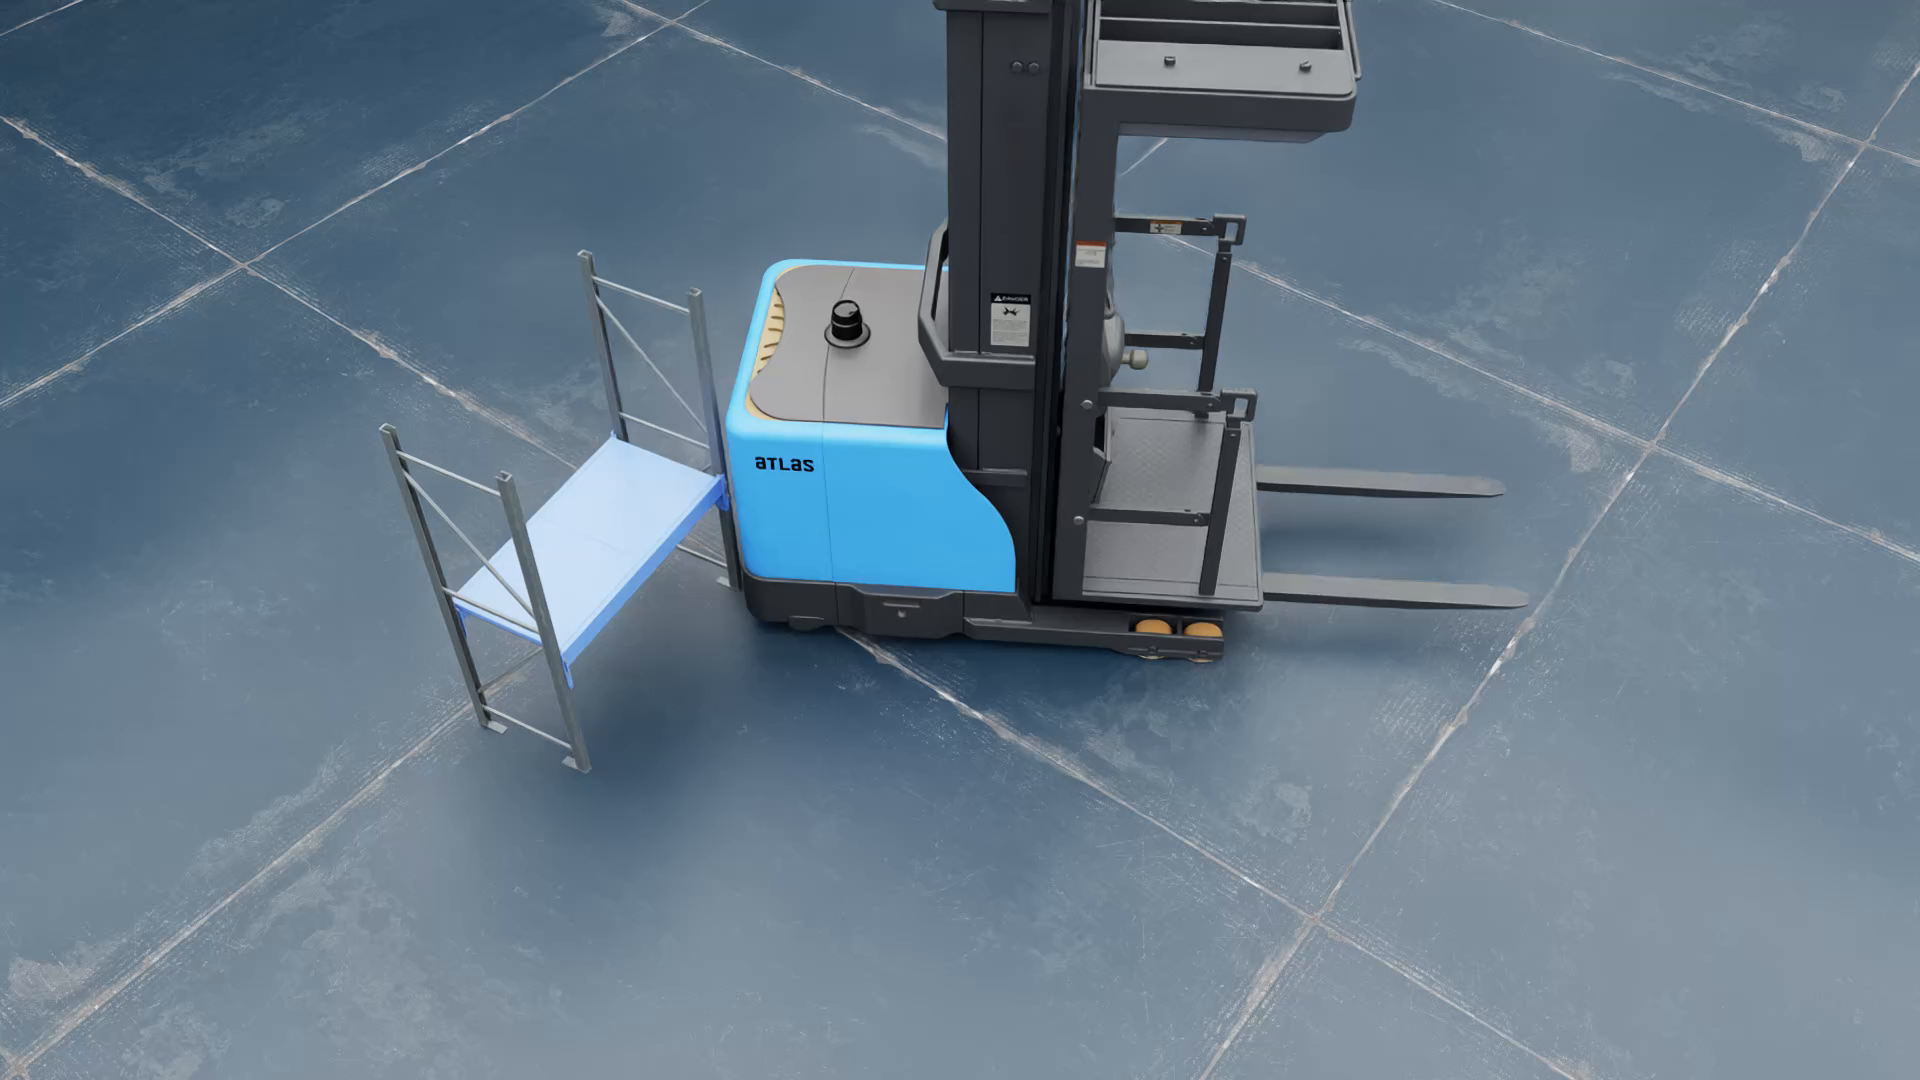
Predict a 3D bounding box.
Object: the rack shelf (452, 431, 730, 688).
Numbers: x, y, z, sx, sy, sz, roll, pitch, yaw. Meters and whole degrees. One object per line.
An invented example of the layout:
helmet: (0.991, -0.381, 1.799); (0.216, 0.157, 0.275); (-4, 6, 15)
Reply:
rack shelf: (-1.343, 0.047, 6.082); (0.538, 0.185, 1.000); (21, 50, 19)

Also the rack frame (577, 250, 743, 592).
rack frame: (-1.105, -0.403, 6.262); (0.500, 1.500, 0.032); (21, 50, 19)

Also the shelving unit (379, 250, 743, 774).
shelving unit: (-1.343, -0.078, 5.952); (0.538, 1.500, 1.048); (21, 50, 19)

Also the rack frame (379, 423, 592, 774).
rack frame: (-1.581, 0.247, 5.641); (0.500, 1.500, 0.032); (21, 50, 19)

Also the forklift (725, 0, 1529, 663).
forklift: (0.700, -0.940, 5.785); (3.031, 2.935, 1.130); (3, 46, 3)
